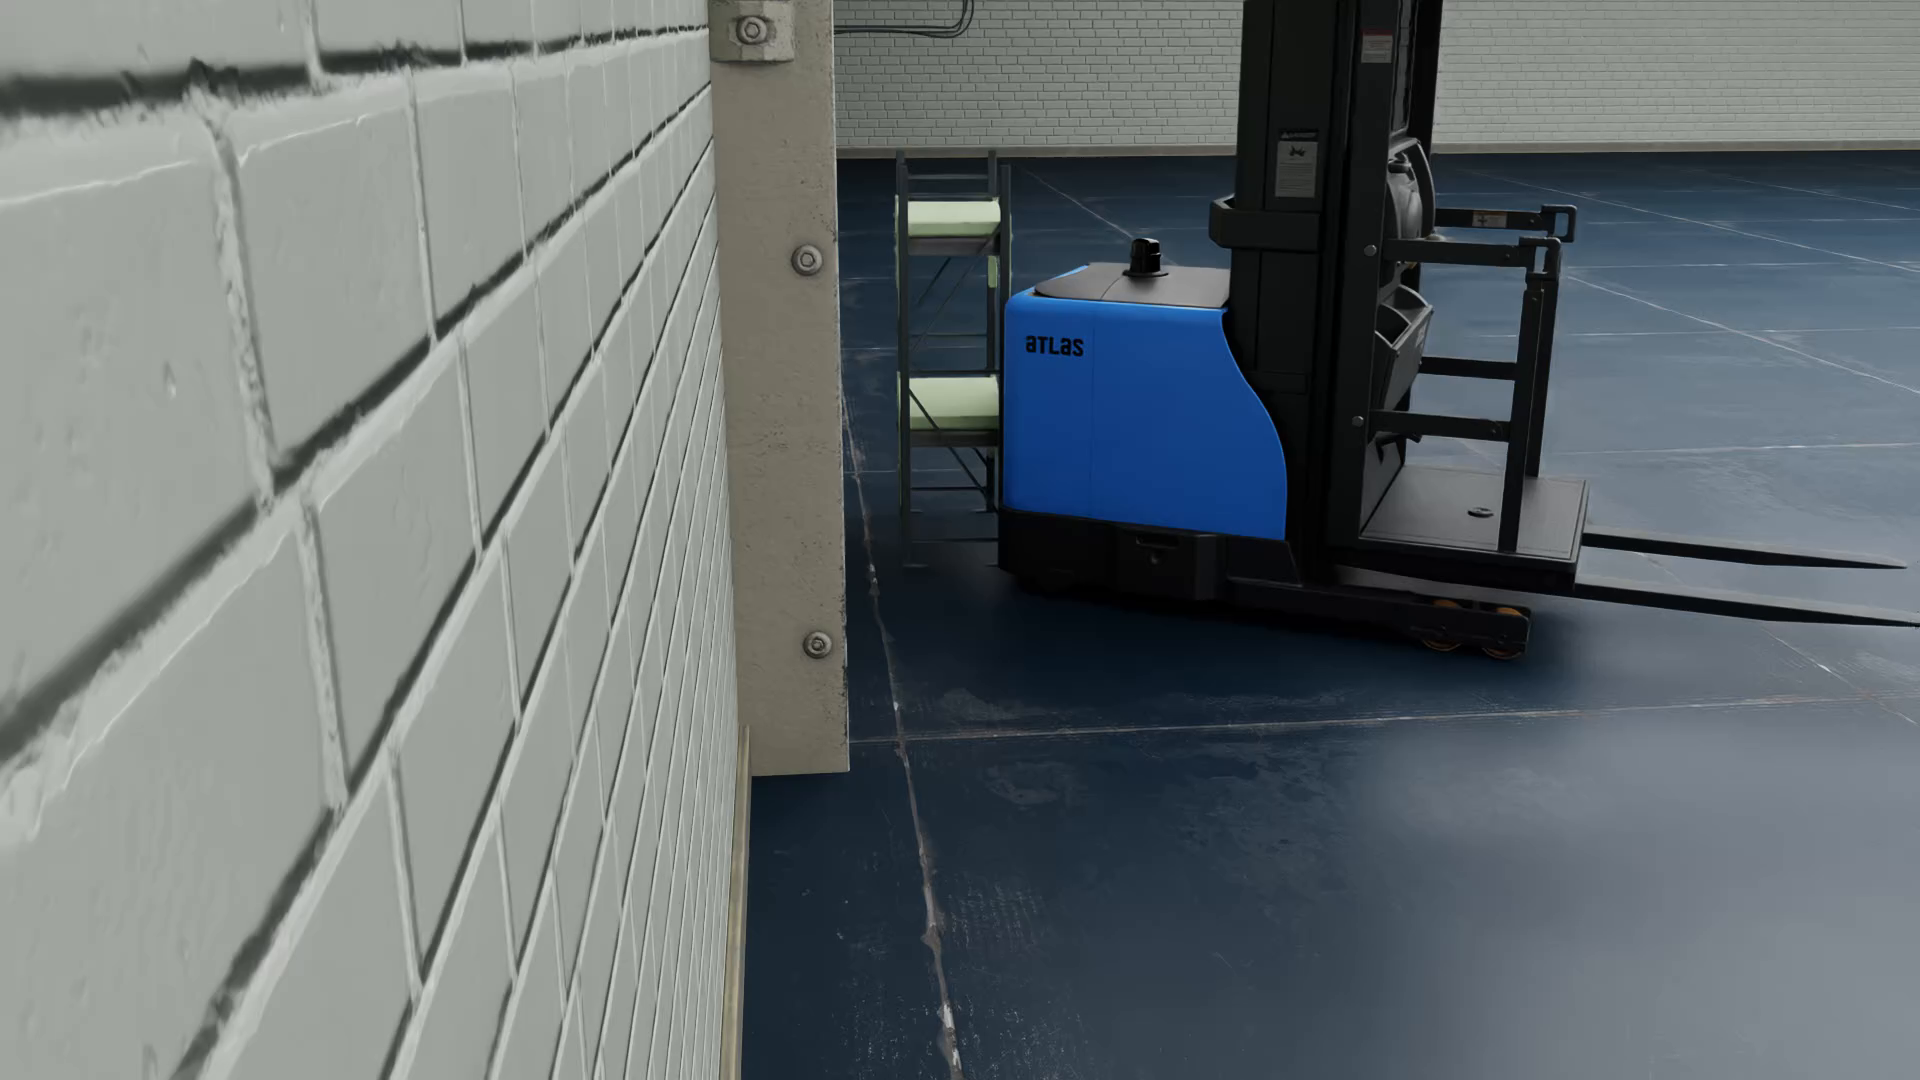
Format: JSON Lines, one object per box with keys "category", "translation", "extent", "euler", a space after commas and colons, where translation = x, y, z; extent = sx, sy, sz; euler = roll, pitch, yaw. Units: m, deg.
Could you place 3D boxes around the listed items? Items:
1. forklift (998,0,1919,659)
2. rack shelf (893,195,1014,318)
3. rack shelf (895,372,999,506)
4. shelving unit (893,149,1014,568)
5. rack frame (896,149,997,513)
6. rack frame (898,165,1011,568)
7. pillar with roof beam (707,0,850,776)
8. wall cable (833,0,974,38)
{"category": "forklift", "translation": [1.709, -1.189, 5.572], "extent": [3.031, 2.935, 1.130], "euler": [7, 19, 21]}
{"category": "rack shelf", "translation": [-0.037, -1.097, 6.365], "extent": [0.431, 0.370, 0.720], "euler": [-1, 17, -2]}
{"category": "rack shelf", "translation": [-0.037, -0.414, 6.580], "extent": [0.431, 0.370, 0.720], "euler": [-1, 17, -2]}
{"category": "shelving unit", "translation": [-0.037, -0.725, 6.482], "extent": [0.431, 1.500, 0.755], "euler": [-1, 17, -2]}
{"category": "rack frame", "translation": [-0.054, -0.834, 6.831], "extent": [0.400, 1.500, 0.023], "euler": [-1, 17, -2]}
{"category": "rack frame", "translation": [-0.021, -0.615, 6.133], "extent": [0.400, 1.500, 0.023], "euler": [-1, 17, -2]}
{"category": "pillar with roof beam", "translation": [3.801, -3.836, 3.874], "extent": [9.100, 9.000, 0.400], "euler": [-2, 18, -6]}
{"category": "wall cable", "translation": [-1.327, -8.503, 23.923], "extent": [3.097, 2.526, 0.112], "euler": [-2, 18, -6]}
